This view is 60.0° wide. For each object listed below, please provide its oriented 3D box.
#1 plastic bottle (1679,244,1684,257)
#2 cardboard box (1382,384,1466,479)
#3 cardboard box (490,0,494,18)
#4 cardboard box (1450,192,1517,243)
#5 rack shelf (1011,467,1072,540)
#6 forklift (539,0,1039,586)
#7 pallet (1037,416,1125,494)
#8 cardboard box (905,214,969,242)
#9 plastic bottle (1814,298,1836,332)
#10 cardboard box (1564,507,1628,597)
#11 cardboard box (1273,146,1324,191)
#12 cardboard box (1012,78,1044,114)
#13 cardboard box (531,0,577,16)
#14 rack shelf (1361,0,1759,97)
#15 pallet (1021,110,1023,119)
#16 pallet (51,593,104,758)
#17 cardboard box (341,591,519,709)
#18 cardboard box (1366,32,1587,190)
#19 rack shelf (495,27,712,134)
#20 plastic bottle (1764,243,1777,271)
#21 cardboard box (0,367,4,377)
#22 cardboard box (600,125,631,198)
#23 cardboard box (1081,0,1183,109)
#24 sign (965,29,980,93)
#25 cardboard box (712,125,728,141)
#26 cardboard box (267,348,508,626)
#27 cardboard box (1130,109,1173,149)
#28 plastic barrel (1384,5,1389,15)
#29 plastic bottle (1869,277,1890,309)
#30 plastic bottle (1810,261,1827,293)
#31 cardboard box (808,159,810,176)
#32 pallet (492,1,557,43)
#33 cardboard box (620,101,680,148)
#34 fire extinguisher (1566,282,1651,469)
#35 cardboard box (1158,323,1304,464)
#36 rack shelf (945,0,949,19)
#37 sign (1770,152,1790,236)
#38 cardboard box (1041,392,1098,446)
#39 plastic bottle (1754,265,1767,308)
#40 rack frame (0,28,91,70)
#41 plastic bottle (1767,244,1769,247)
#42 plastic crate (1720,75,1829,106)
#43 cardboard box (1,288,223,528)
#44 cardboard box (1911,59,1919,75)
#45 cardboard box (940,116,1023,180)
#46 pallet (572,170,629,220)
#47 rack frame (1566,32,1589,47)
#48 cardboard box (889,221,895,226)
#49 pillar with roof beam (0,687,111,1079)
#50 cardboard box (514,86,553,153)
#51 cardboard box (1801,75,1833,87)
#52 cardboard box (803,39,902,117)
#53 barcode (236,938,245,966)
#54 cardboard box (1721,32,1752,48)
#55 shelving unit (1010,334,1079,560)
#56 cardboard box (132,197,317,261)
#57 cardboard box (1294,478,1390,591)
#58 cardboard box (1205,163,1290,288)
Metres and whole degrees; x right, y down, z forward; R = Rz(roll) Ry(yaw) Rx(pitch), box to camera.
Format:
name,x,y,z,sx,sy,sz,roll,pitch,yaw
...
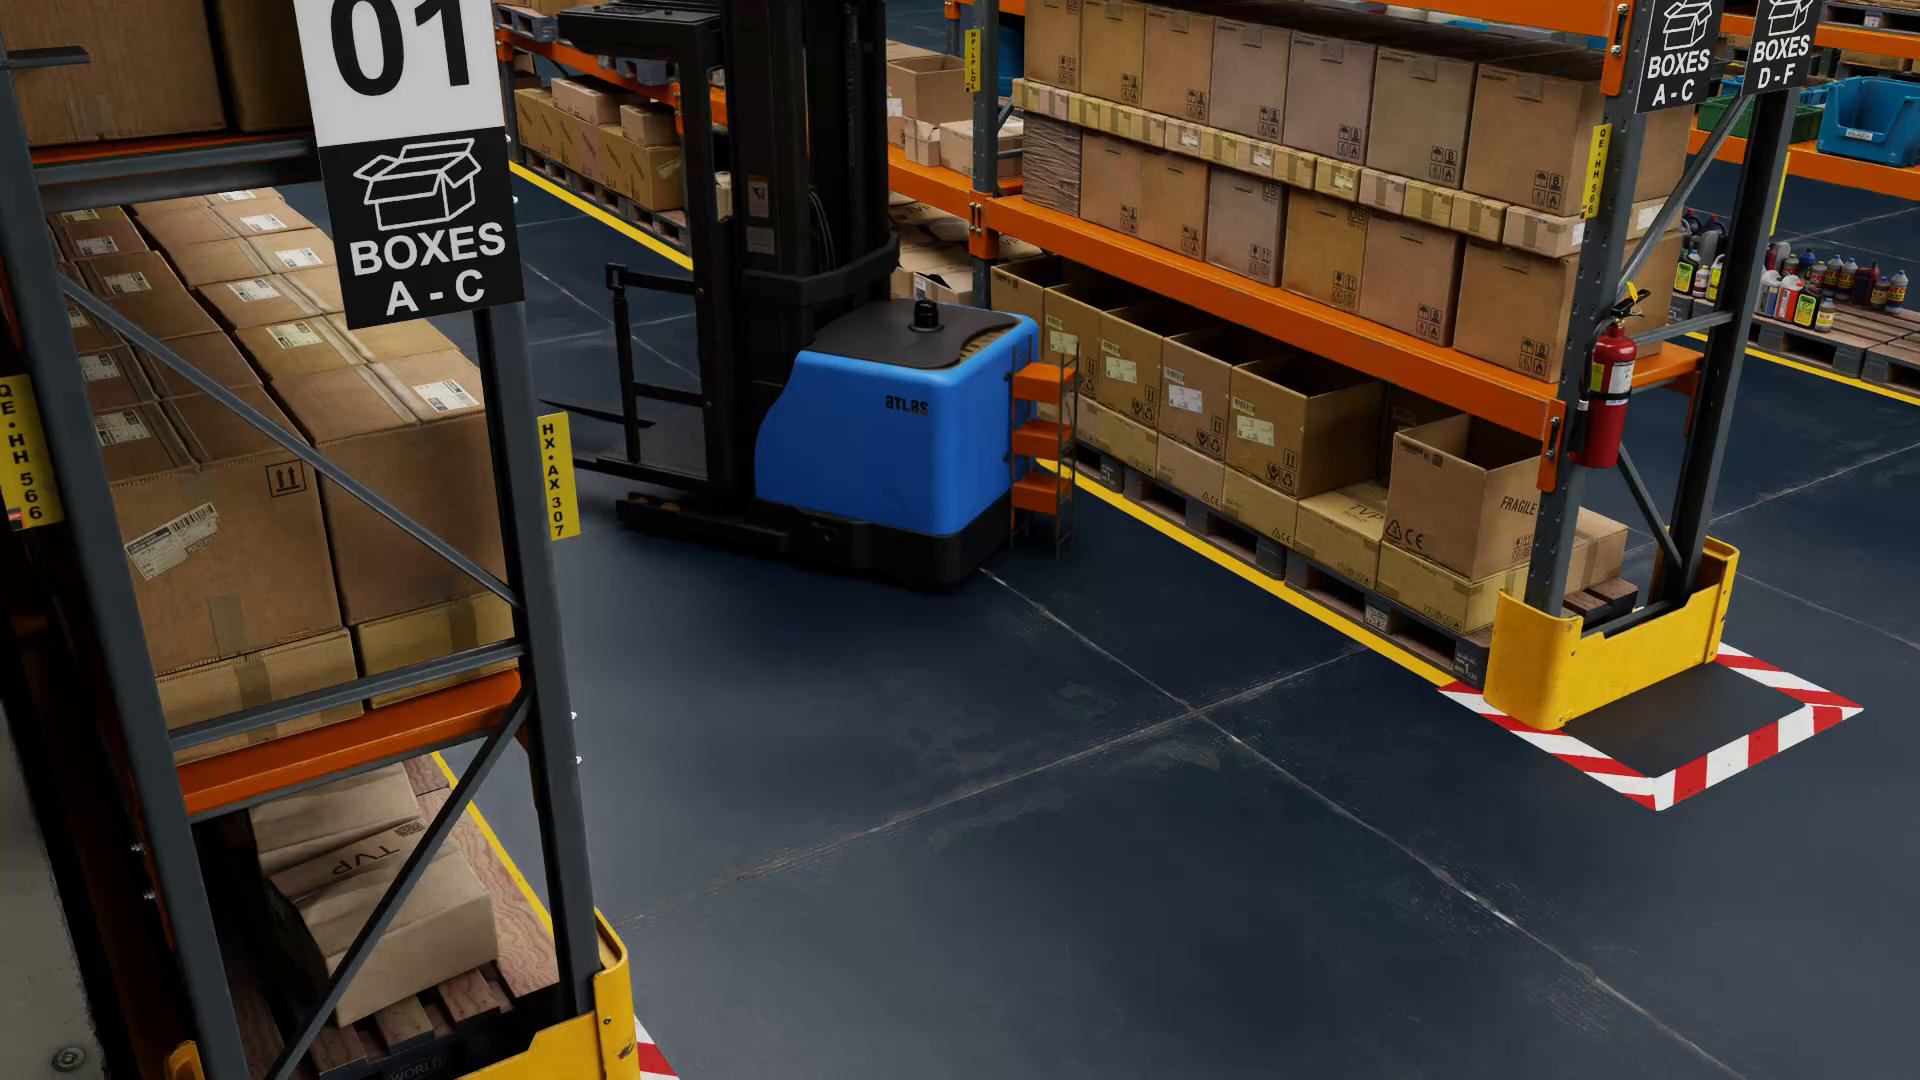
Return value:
name,x,y,z,sx,sy,sz,roll,pitch,yaw
plastic bottle,4.870,-1.921,11.403,0.144,0.351,0.185,-17,30,-32
cardboard box,2.324,-0.496,7.649,0.500,0.500,0.500,-16,29,-30
cardboard box,-4.334,-5.245,15.740,0.500,0.500,0.500,-15,29,-29
cardboard box,2.193,-1.313,6.651,0.380,0.149,0.250,-15,29,-28
rack shelf,0.401,-0.178,8.084,0.240,0.259,0.215,12,28,24
forklift,-1.157,-1.531,8.071,3.031,2.935,1.130,12,28,24
pallet,0.920,-0.664,9.420,1.003,0.211,1.213,-16,29,-30
cardboard box,-0.048,-1.991,11.035,0.500,0.311,0.500,-17,30,-31
plastic bottle,5.487,-1.430,10.538,0.097,0.201,0.097,0,25,0
cardboard box,2.599,0.021,7.431,0.500,0.250,0.500,-16,29,-30
cardboard box,1.629,-1.682,7.433,0.380,0.149,0.250,-15,29,-28
cardboard box,0.506,-2.417,8.989,0.380,0.149,0.250,-16,29,-30
cardboard box,-3.346,-4.863,14.439,0.700,0.500,0.500,-11,27,-21
rack shelf,1.613,-2.535,7.446,1.077,0.370,4.000,-16,29,-30
pallet,1.363,-4.250,17.017,1.003,0.211,1.213,-16,29,-30
pallet,-3.231,0.429,7.104,1.003,0.211,1.213,-16,29,-30
cardboard box,-1.444,0.177,4.523,0.500,0.250,0.500,-17,30,-31
cardboard box,2.140,-1.796,6.915,0.700,0.500,0.500,-16,30,-31
rack shelf,-2.754,-4.040,14.148,1.077,0.370,4.000,-16,29,-30
plastic bottle,5.544,-1.912,11.463,0.061,0.283,0.133,-16,29,-30
cardboard box,-3.261,-0.608,6.188,0.500,0.250,0.500,-17,30,-31
cardboard box,-2.652,-3.184,13.903,0.500,0.500,0.500,-17,30,-31
cardboard box,1.046,-2.514,8.434,0.700,0.500,0.500,-16,29,-30
sign,0.072,-2.577,8.943,0.100,0.325,0.005,-16,29,-30
cardboard box,-1.962,-3.134,13.798,0.500,0.500,0.500,-17,30,-31
cardboard box,-1.452,-0.154,4.347,0.500,0.500,0.500,-15,29,-30
cardboard box,1.064,-2.052,8.216,0.380,0.149,0.250,-17,30,-31
plastic barrel,3.460,-4.385,13.904,0.421,0.512,0.421,0,25,0
plastic bottle,6.072,-1.633,10.969,0.097,0.201,0.097,0,25,0
plastic bottle,5.833,-1.790,11.301,0.097,0.201,0.097,0,25,0
cardboard box,-1.170,-2.720,12.581,0.500,0.311,0.500,-15,29,-28
pallet,-3.501,-4.683,14.891,1.003,0.211,1.213,-16,29,-30
cardboard box,-2.404,-3.357,13.392,0.500,0.250,0.500,-14,29,-28
fire extinguisher,2.380,-0.603,6.115,0.296,0.674,0.183,-16,29,-30
cardboard box,1.333,-0.730,8.144,0.500,0.500,0.500,-16,29,-30
rack shelf,-0.785,-6.624,19.621,1.077,0.370,4.000,-16,29,-30
sign,3.173,-1.343,6.485,0.100,0.325,0.005,-16,29,-30
cardboard box,0.789,-0.749,9.063,0.500,0.250,0.500,-16,29,-30
plastic bottle,5.203,-1.702,10.940,0.144,0.351,0.185,-14,29,-27
rack frame,-1.443,-2.346,2.688,1.000,3.000,0.127,-16,29,-30
plastic bottle,5.548,-2.026,11.626,0.144,0.351,0.185,-16,29,-30
plastic crate,5.505,-2.973,11.218,0.499,0.251,0.616,-16,29,-30
cardboard box,-2.431,-0.399,4.865,0.500,0.500,0.500,-16,30,-31
cardboard box,11.588,-5.699,18.962,1.050,0.750,0.750,-15,29,-29
cardboard box,0.216,-2.318,9.831,0.500,0.250,0.500,-14,28,-26
pallet,-2.700,-3.101,14.582,1.003,0.211,1.213,-16,29,-30
rack frame,4.674,-3.373,11.890,1.000,3.000,0.127,-16,29,-30
cardboard box,-0.771,-2.042,11.144,0.500,0.311,0.500,-16,30,-30
pillar with roof beam,1.057,-3.398,4.917,9.100,9.000,0.400,-16,29,-30
cardboard box,-3.786,-3.920,15.462,0.500,0.500,0.500,-17,30,-32
cardboard box,7.956,-4.195,16.045,0.700,0.500,0.500,-18,31,-34
cardboard box,-0.733,-3.099,11.194,0.500,0.500,0.500,-17,30,-32
barcode,-2.091,1.198,4.832,0.001,0.075,0.075,-16,29,-30
cardboard box,9.992,-6.498,20.947,0.500,0.500,0.500,-14,29,-28
shelving unit,0.401,-0.439,7.960,0.252,1.050,0.215,12,28,24
cardboard box,-2.567,-0.887,5.900,0.500,0.500,0.500,-16,30,-31
cardboard box,1.882,-0.034,7.548,0.500,0.250,0.500,-16,29,-30
cardboard box,1.613,-1.557,7.928,0.700,0.500,0.500,-15,29,-28
